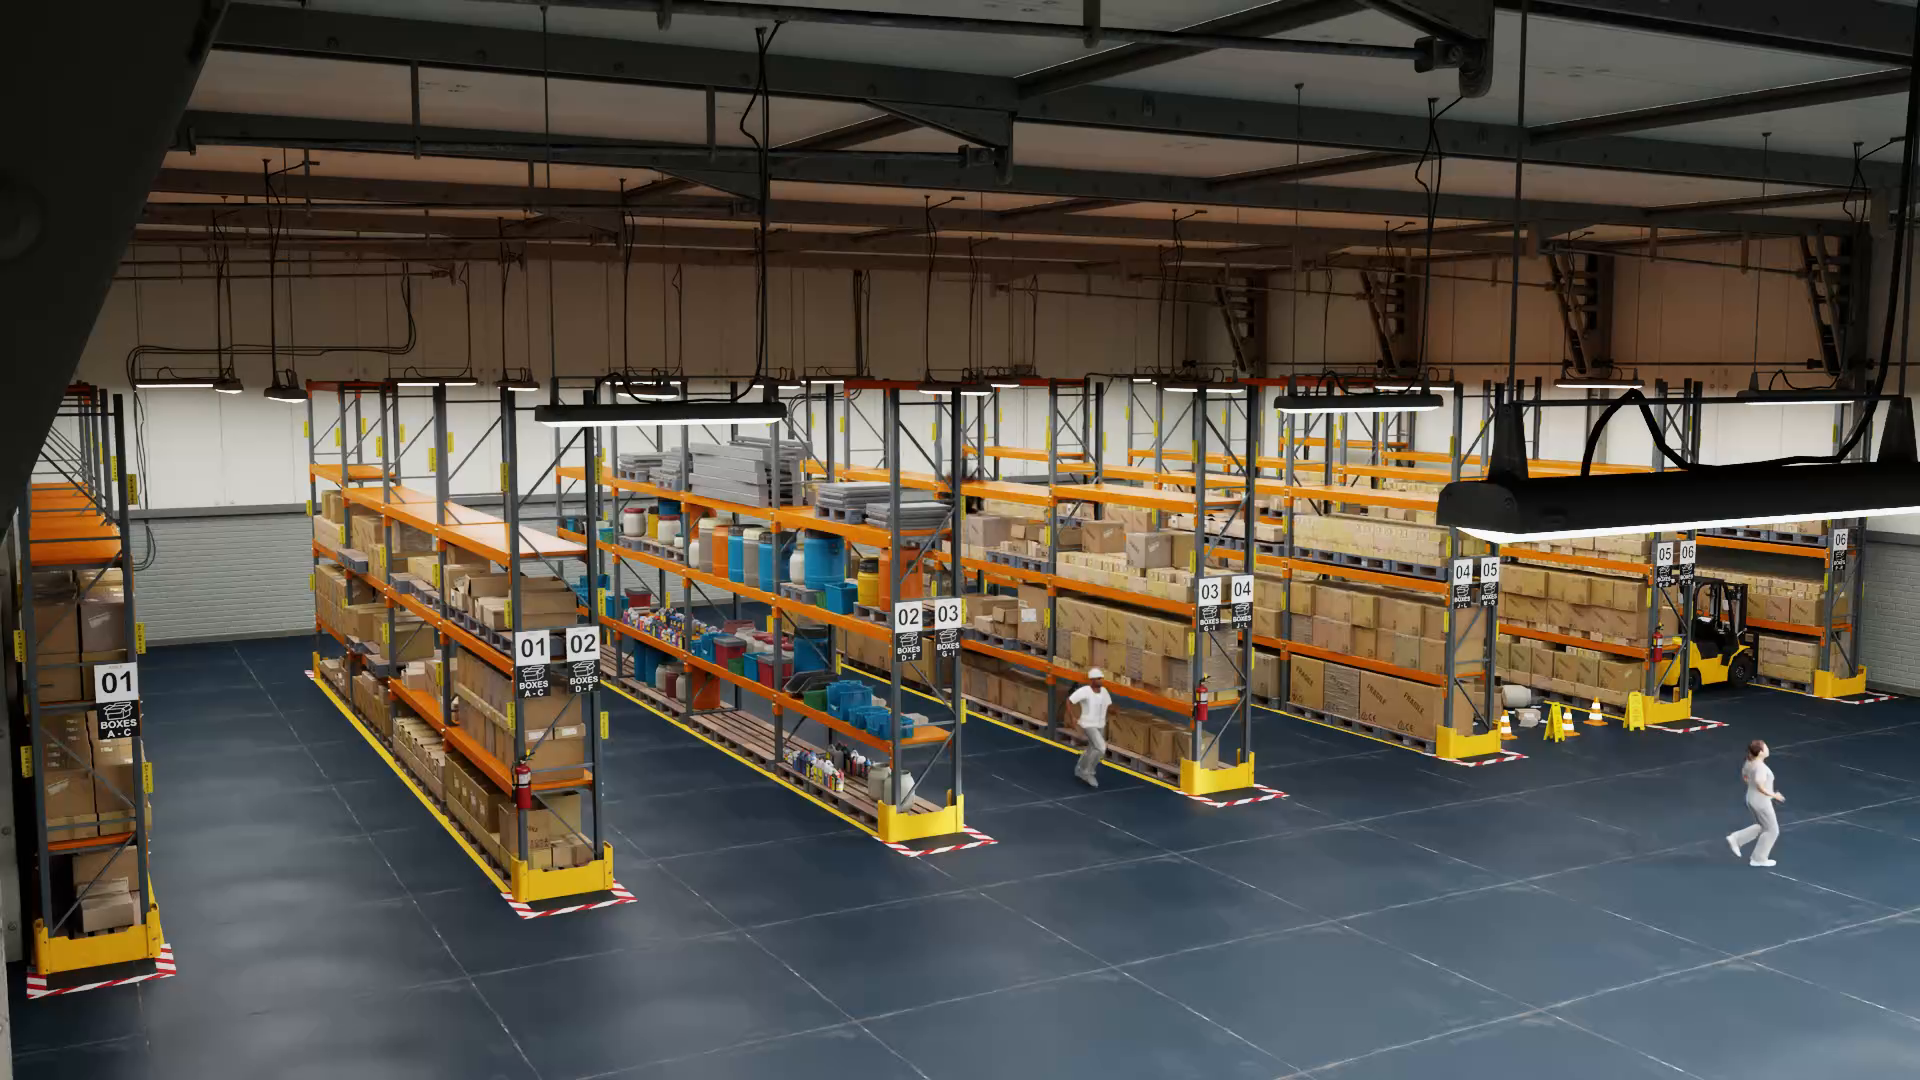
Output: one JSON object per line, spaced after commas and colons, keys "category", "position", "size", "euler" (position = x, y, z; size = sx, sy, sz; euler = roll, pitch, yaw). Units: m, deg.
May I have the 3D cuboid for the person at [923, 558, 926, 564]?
{"category": "person", "position": [-1.057, 1.234, 40.320], "size": [0.680, 1.607, 0.642], "euler": [3, 7, 23]}

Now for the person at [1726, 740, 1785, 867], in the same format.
{"category": "person", "position": [10.002, 3.302, 20.902], "size": [0.593, 1.617, 0.562], "euler": [1, 6, 5]}

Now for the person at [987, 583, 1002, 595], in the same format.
{"category": "person", "position": [0.909, 1.085, 42.167], "size": [0.552, 1.527, 0.542], "euler": [3, 7, 23]}

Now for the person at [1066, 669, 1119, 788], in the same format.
{"category": "person", "position": [2.012, 2.811, 24.930], "size": [0.809, 1.786, 0.669], "euler": [6, 9, 44]}
